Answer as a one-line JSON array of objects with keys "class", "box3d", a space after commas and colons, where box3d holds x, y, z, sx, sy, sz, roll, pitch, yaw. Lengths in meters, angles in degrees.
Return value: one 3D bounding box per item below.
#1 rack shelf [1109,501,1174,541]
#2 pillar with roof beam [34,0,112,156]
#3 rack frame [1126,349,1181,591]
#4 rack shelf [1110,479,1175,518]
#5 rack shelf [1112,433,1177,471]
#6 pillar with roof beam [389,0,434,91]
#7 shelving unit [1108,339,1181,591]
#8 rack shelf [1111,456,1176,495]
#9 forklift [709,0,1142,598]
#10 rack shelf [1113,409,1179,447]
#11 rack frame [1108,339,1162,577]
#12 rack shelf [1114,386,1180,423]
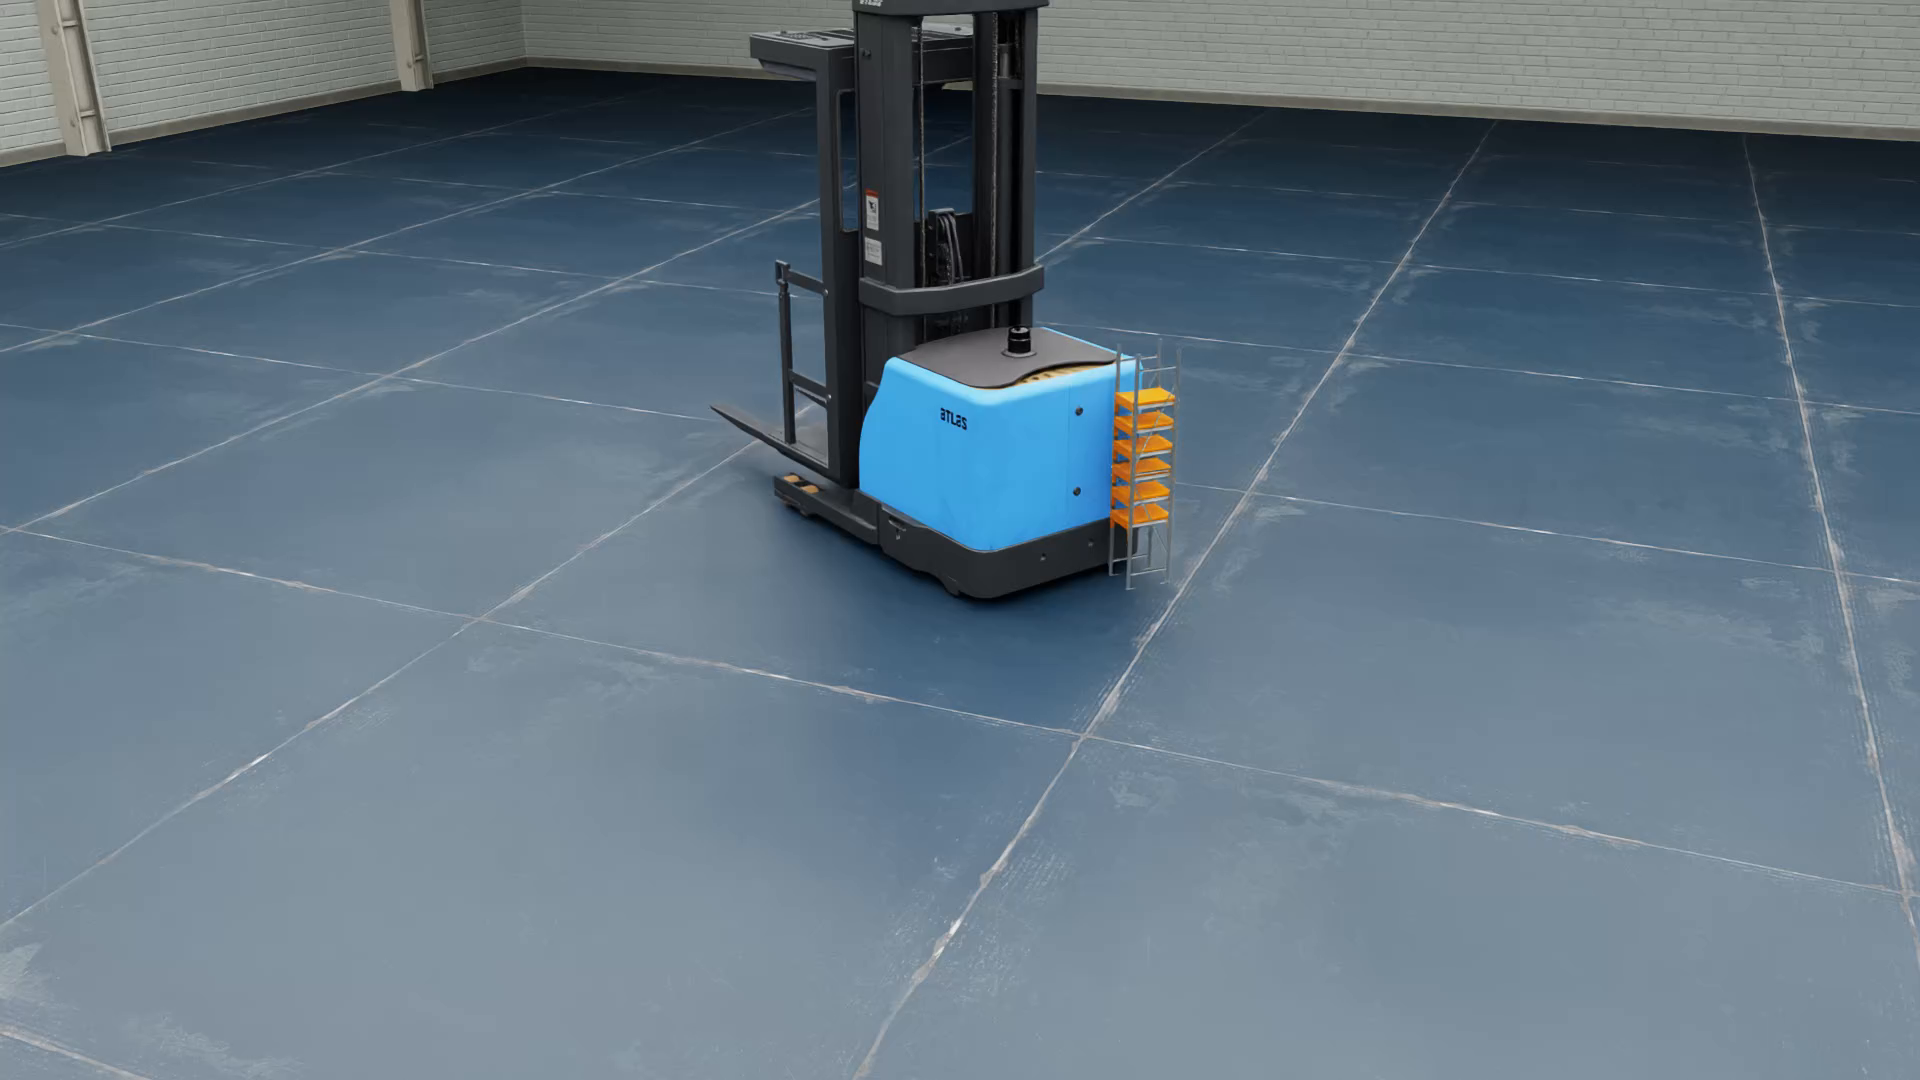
[{"class": "rack shelf", "box3d": [0.888, -0.093, 8.154, 0.258, 0.103, 0.180, -9, 24, -21]}, {"class": "pillar with roof beam", "box3d": [-6.369, -8.146, 16.576, 9.100, 9.000, 0.400, 9, 24, 20]}, {"class": "rack frame", "box3d": [0.925, -0.323, 7.967, 0.240, 1.200, 0.006, -9, 24, -21]}, {"class": "rack shelf", "box3d": [0.888, -0.204, 8.108, 0.258, 0.103, 0.180, -9, 24, -21]}, {"class": "rack shelf", "box3d": [0.888, -0.425, 8.016, 0.258, 0.103, 0.180, -9, 24, -21]}, {"class": "pillar with roof beam", "box3d": [-4.141, -10.293, 21.716, 9.100, 9.000, 0.400, 9, 24, 20]}, {"class": "shelving unit", "box3d": [0.888, -0.356, 8.045, 0.258, 1.200, 0.189, -9, 24, -21]}, {"class": "rack shelf", "box3d": [0.888, -0.315, 8.062, 0.258, 0.103, 0.180, -9, 24, -21]}, {"class": "forklift", "box3d": [-0.371, -1.582, 8.735, 1.130, 2.935, 3.031, -16, 27, -33]}, {"class": "rack shelf", "box3d": [0.888, -0.536, 7.969, 0.258, 0.103, 0.180, -9, 24, -21]}, {"class": "rack frame", "box3d": [0.852, -0.388, 8.122, 0.240, 1.200, 0.006, -9, 24, -21]}, {"class": "rack shelf", "box3d": [0.888, -0.647, 7.923, 0.258, 0.103, 0.180, -9, 24, -21]}]
